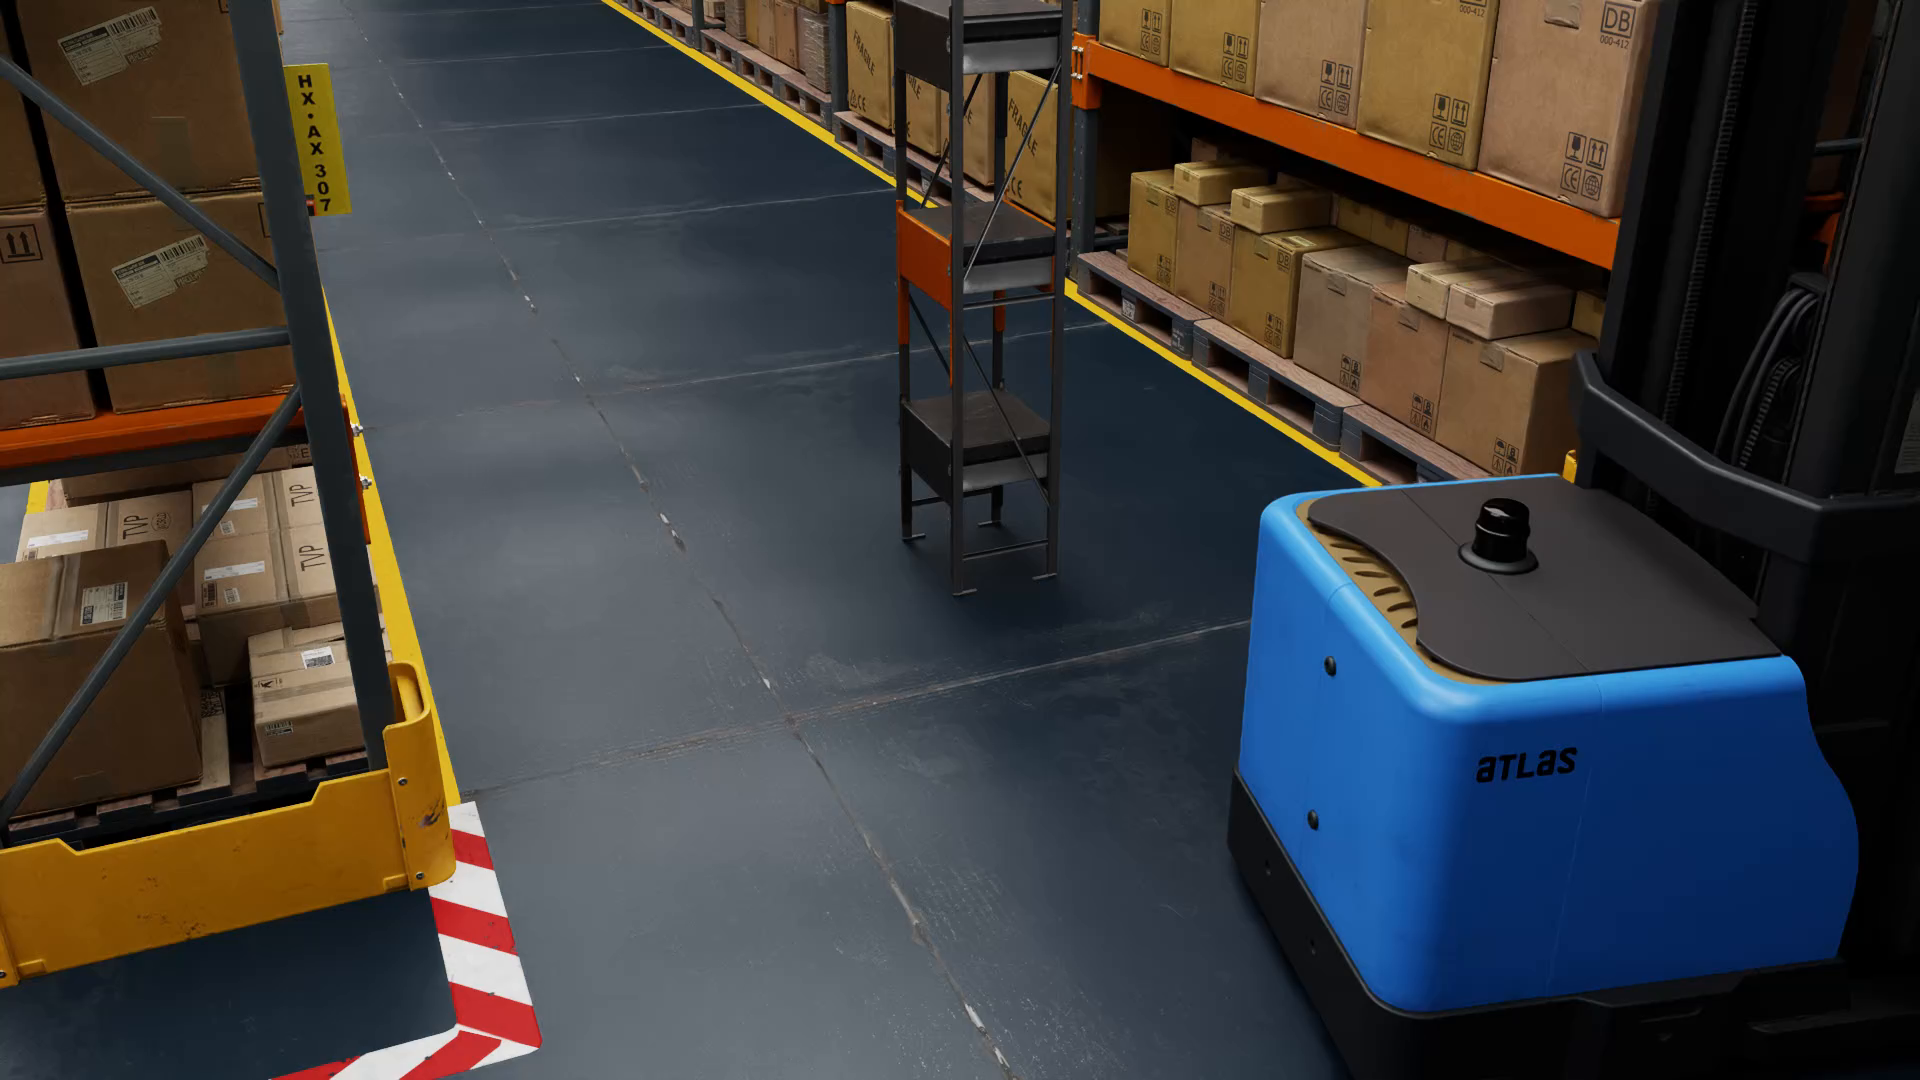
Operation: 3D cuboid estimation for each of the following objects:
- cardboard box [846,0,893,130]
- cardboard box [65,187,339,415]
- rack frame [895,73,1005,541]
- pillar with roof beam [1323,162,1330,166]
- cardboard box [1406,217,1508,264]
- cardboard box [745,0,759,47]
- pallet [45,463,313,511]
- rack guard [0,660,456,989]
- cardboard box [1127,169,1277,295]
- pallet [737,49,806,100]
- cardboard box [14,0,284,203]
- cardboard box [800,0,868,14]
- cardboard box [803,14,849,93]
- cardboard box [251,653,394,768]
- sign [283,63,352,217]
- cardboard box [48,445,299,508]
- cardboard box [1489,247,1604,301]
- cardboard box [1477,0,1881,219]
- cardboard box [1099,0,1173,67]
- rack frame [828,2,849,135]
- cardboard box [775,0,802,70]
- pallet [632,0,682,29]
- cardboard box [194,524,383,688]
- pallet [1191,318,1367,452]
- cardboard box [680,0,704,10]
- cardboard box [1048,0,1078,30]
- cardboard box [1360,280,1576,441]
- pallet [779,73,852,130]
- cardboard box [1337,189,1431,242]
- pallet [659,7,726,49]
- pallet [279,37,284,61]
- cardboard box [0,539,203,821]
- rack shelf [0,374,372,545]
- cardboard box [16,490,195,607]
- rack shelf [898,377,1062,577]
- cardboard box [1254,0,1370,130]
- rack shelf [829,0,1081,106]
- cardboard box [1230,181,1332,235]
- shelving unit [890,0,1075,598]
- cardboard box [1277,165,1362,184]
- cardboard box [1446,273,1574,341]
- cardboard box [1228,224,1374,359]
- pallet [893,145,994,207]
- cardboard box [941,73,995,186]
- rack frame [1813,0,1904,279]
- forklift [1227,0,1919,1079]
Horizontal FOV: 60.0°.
[{"bbox_3d":[-0.311,-3.372,11.709,0.750,0.750,0.750,-11,28,-21],"label":"cardboard box"},{"bbox_3d":[-1.833,-0.656,4.060,0.500,0.500,0.500,-10,28,-20],"label":"cardboard box"},{"bbox_3d":[-0.031,-0.975,5.854,0.400,2.100,0.015,-11,28,-21],"label":"rack frame"},{"bbox_3d":[-1.803,-4.676,5.571,9.100,9.000,0.400,-11,28,-21],"label":"pillar with roof beam"},{"bbox_3d":[2.124,-1.253,7.029,0.380,0.149,0.250,-10,28,-20],"label":"cardboard box"},{"bbox_3d":[-1.493,-4.664,14.731,0.700,0.500,0.500,-11,28,-22],"label":"cardboard box"},{"bbox_3d":[-2.719,0.023,5.963,1.003,0.211,1.213,-11,28,-21],"label":"pallet"},{"bbox_3d":[-1.932,0.706,4.234,1.175,0.500,0.348,-11,28,-21],"label":"rack guard"},{"bbox_3d":[1.286,-1.600,8.478,0.700,0.500,0.500,-10,28,-20],"label":"cardboard box"},{"bbox_3d":[-1.257,-4.023,14.249,1.003,0.211,1.213,-11,28,-21],"label":"pallet"},{"bbox_3d":[-1.833,-1.105,3.841,0.500,0.500,0.500,-10,28,-19],"label":"cardboard box"},{"bbox_3d":[-0.974,-4.403,13.341,0.500,0.250,0.500,-10,28,-20],"label":"cardboard box"},{"bbox_3d":[-0.808,-3.825,13.013,0.700,0.500,0.500,-10,28,-20],"label":"cardboard box"},{"bbox_3d":[-1.750,0.469,4.619,0.380,0.149,0.250,-11,28,-21],"label":"cardboard box"},{"bbox_3d":[-1.403,-0.869,3.624,0.100,0.325,0.005,-11,28,-21],"label":"sign"},{"bbox_3d":[-2.728,-0.320,5.830,0.797,0.503,0.637,-11,28,-21],"label":"cardboard box"},{"bbox_3d":[2.322,-1.050,6.612,0.380,0.149,0.250,-10,28,-20],"label":"cardboard box"},{"bbox_3d":[2.445,-1.578,5.721,0.980,0.700,0.700,-9,28,-18],"label":"cardboard box"},{"bbox_3d":[1.285,-2.767,8.156,0.980,0.700,0.700,-10,28,-20],"label":"cardboard box"},{"bbox_3d":[-0.479,-4.469,11.984,1.000,3.000,0.127,-11,28,-21],"label":"rack frame"},{"bbox_3d":[-1.124,-4.249,13.880,0.700,0.500,0.500,-11,28,-21],"label":"cardboard box"},{"bbox_3d":[-2.822,-5.589,17.456,1.003,0.211,1.213,-11,28,-21],"label":"pallet"},{"bbox_3d":[-2.050,0.181,5.092,0.500,0.250,0.500,-11,28,-21],"label":"cardboard box"},{"bbox_3d":[1.795,-0.787,7.622,1.003,0.211,1.213,-11,28,-21],"label":"pallet"},{"bbox_3d":[-2.488,-5.570,16.587,0.500,0.500,0.500,-13,29,-24],"label":"cardboard box"},{"bbox_3d":[0.695,-2.838,8.907,0.380,0.149,0.250,-10,28,-20],"label":"cardboard box"},{"bbox_3d":[2.092,-0.772,6.783,0.700,0.500,0.500,-11,28,-21],"label":"cardboard box"},{"bbox_3d":[-0.783,-3.531,13.242,1.003,0.211,1.213,-11,28,-21],"label":"pallet"},{"bbox_3d":[1.924,-1.459,7.451,0.380,0.149,0.250,-11,28,-22],"label":"cardboard box"},{"bbox_3d":[-2.341,-5.096,16.446,1.003,0.211,1.213,-11,28,-21],"label":"pallet"},{"bbox_3d":[-3.681,-2.256,7.671,1.003,0.211,1.213,-11,28,-21],"label":"pallet"},{"bbox_3d":[-2.342,0.362,4.437,0.500,0.500,0.500,-11,28,-21],"label":"cardboard box"},{"bbox_3d":[-2.685,-0.871,5.434,1.077,0.370,4.000,-11,28,-21],"label":"rack shelf"},{"bbox_3d":[-2.686,0.086,5.288,0.500,0.250,0.500,-11,28,-21],"label":"cardboard box"},{"bbox_3d":[0.065,-0.235,5.966,0.431,0.518,0.480,-11,28,-21],"label":"rack shelf"},{"bbox_3d":[1.860,-2.179,6.953,0.980,0.700,0.700,-12,28,-23],"label":"cardboard box"},{"bbox_3d":[0.305,-3.338,10.488,1.077,0.370,4.000,-11,28,-21],"label":"rack shelf"},{"bbox_3d":[1.457,-1.511,7.557,0.380,0.149,0.250,-11,28,-22],"label":"cardboard box"},{"bbox_3d":[0.065,-0.877,5.652,0.431,2.100,0.503,-11,28,-21],"label":"shelving unit"},{"bbox_3d":[1.724,-1.665,7.873,0.380,0.149,0.250,-12,28,-22],"label":"cardboard box"},{"bbox_3d":[2.070,-0.882,6.269,0.380,0.149,0.250,-11,28,-21],"label":"cardboard box"},{"bbox_3d":[1.679,-1.189,7.637,0.700,0.500,0.500,-10,28,-19],"label":"cardboard box"},{"bbox_3d":[0.235,-2.393,10.910,1.003,0.211,1.213,-11,28,-21],"label":"pallet"},{"bbox_3d":[0.363,-2.675,10.281,0.750,0.750,0.750,-10,28,-19],"label":"cardboard box"},{"bbox_3d":[2.654,-1.239,5.369,1.000,3.000,0.127,-11,28,-21],"label":"rack frame"},{"bbox_3d":[2.278,-0.375,3.678,3.031,2.935,1.130,-5,26,-10],"label":"forklift"}]
